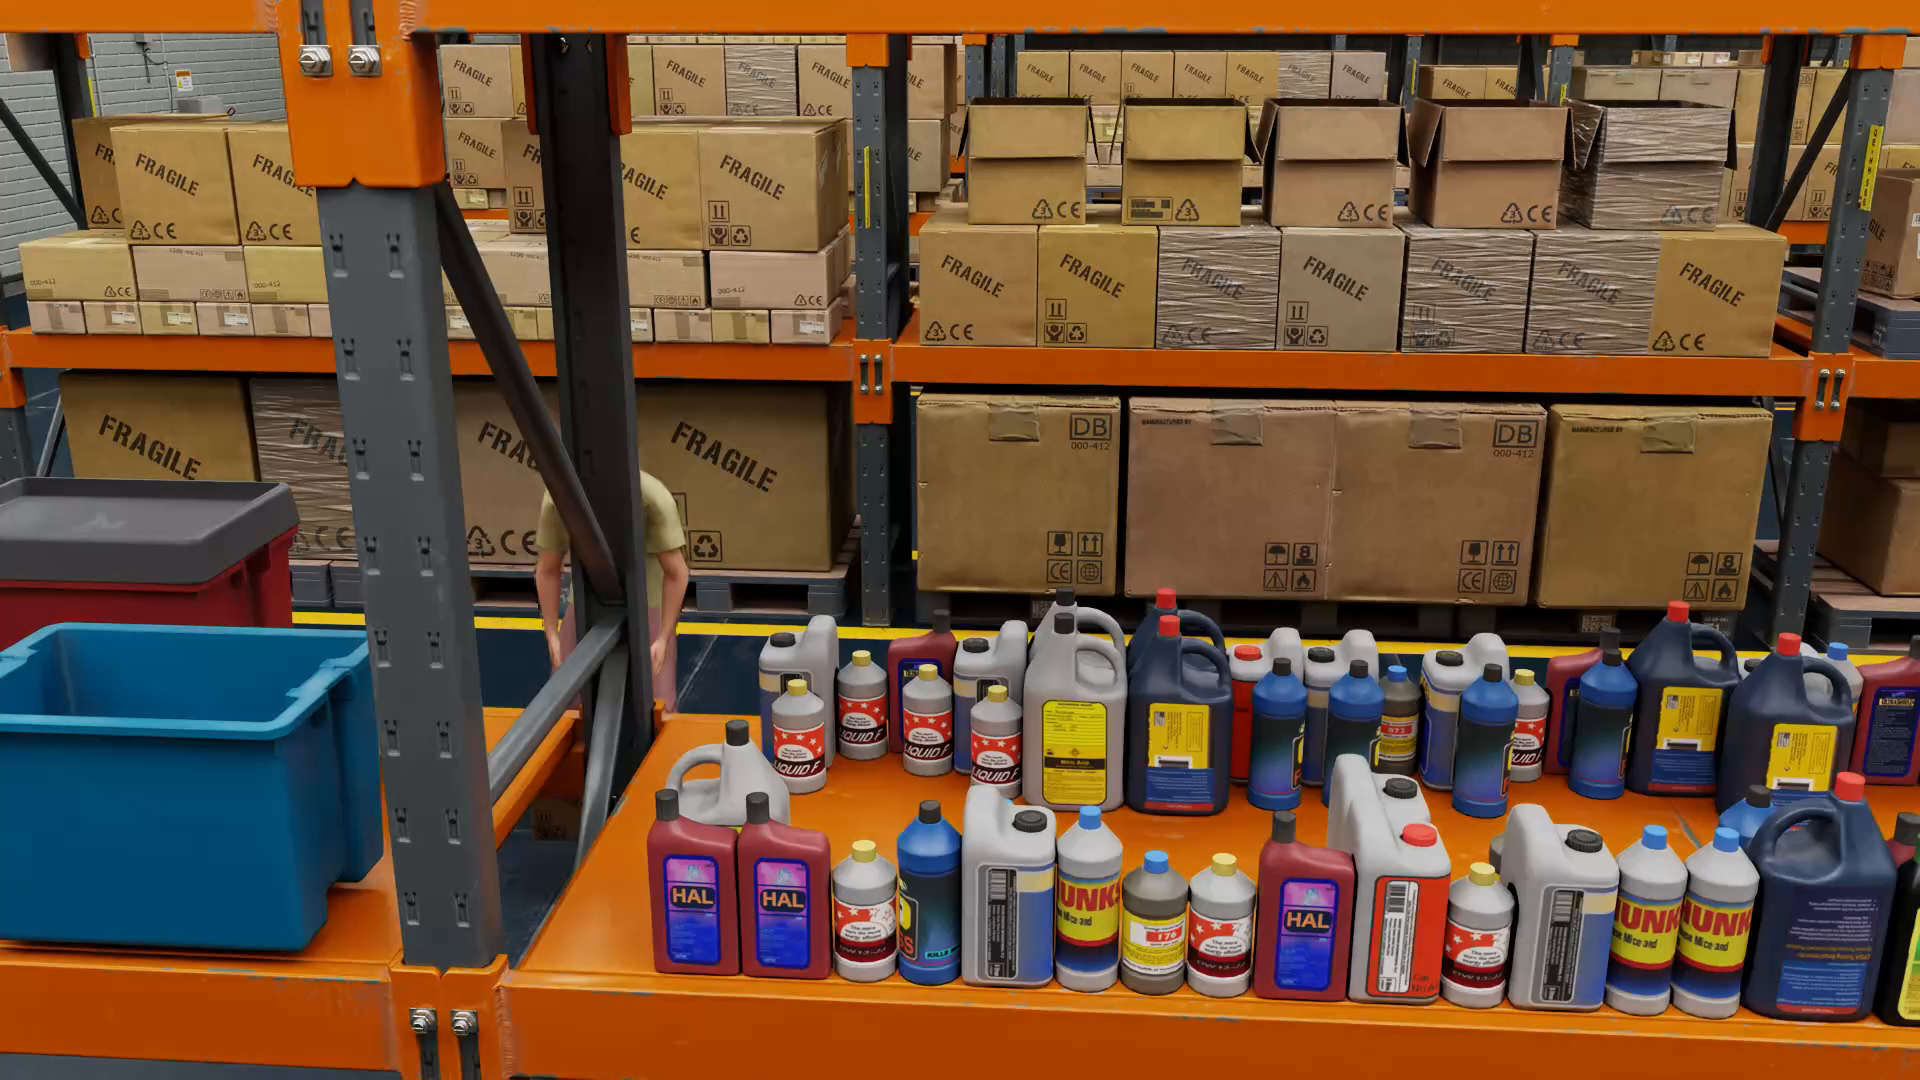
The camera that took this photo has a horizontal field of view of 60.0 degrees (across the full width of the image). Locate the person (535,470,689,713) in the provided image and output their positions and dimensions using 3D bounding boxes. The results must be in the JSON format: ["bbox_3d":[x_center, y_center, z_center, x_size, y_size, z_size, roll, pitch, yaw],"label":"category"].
[{"bbox_3d":[-1.138,0.282,5.558,0.507,1.444,0.595,1,18,4],"label":"person"}]
